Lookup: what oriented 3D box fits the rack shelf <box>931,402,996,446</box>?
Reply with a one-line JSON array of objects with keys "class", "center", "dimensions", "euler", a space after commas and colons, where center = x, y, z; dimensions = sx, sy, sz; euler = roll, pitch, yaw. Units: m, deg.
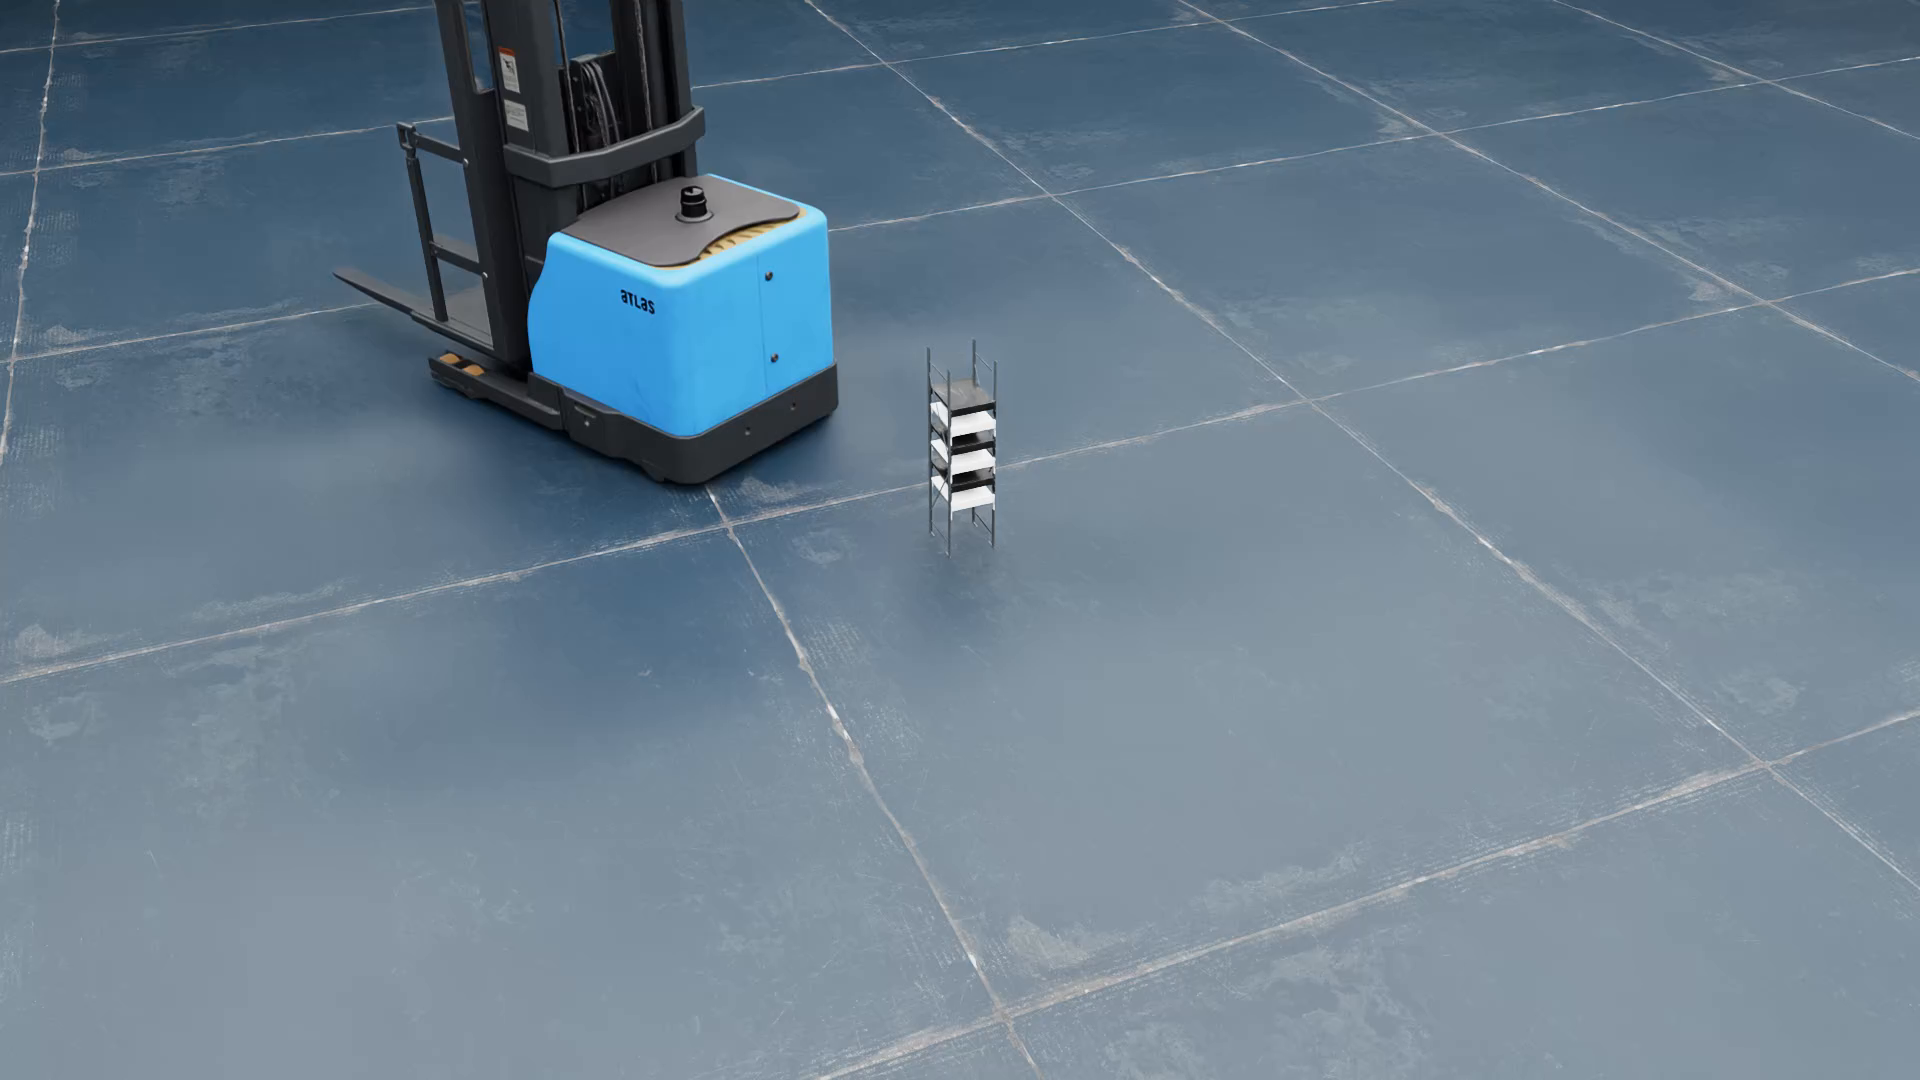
[{"class": "rack shelf", "center": [0.007, -0.502, 6.927], "dimensions": [0.200, 0.077, 0.258], "euler": [-13, 35, -19]}]

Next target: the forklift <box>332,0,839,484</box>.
[{"class": "forklift", "center": [-2.057, -2.137, 7.848], "dimensions": [3.031, 2.935, 1.130], "euler": [24, 40, 32]}]

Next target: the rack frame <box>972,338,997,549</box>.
[{"class": "rack frame", "center": [0.101, -0.400, 7.040], "dimensions": [0.006, 0.900, 0.240], "euler": [-13, 35, -19]}]

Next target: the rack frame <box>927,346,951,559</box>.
[{"class": "rack frame", "center": [-0.086, -0.357, 6.974], "dimensions": [0.006, 0.900, 0.240], "euler": [-13, 35, -19]}]

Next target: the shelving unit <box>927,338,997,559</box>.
[{"class": "shelving unit", "center": [0.007, -0.379, 7.007], "dimensions": [0.210, 0.900, 0.258], "euler": [-13, 35, -19]}]

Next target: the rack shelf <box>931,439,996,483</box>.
[{"class": "rack shelf", "center": [0.007, -0.351, 7.025], "dimensions": [0.200, 0.077, 0.258], "euler": [-13, 35, -19]}]

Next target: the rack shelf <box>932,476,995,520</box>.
[{"class": "rack shelf", "center": [0.007, -0.200, 7.124], "dimensions": [0.200, 0.077, 0.258], "euler": [-13, 35, -19]}]

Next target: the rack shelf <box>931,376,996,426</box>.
[{"class": "rack shelf", "center": [0.007, -0.577, 6.878], "dimensions": [0.200, 0.077, 0.258], "euler": [-13, 35, -19]}]

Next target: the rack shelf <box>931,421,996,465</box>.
[{"class": "rack shelf", "center": [0.007, -0.426, 6.976], "dimensions": [0.200, 0.077, 0.258], "euler": [-13, 35, -19]}]

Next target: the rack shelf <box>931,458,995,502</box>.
[{"class": "rack shelf", "center": [0.007, -0.276, 7.074], "dimensions": [0.200, 0.077, 0.258], "euler": [-13, 35, -19]}]
